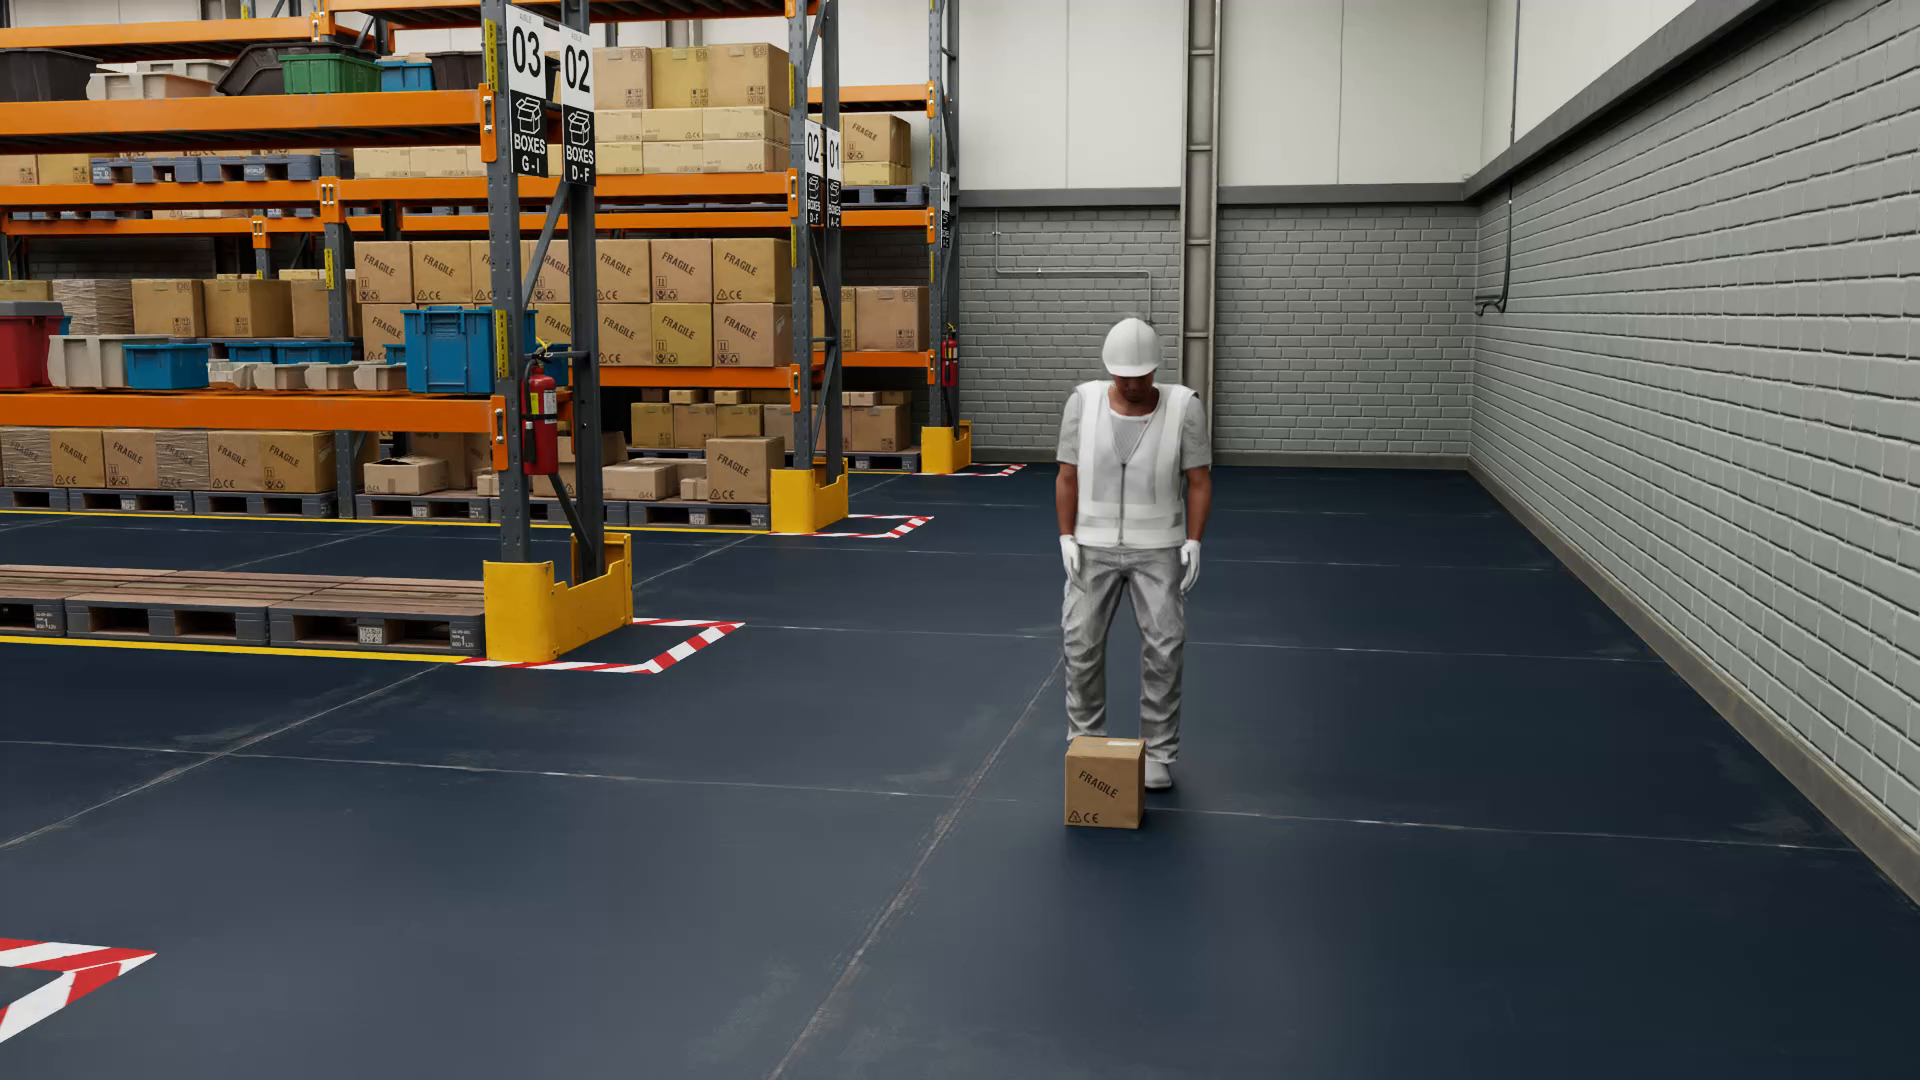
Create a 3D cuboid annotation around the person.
[{"bbox_3d":[0.632,0.050,6.110,0.576,1.721,0.477,2,8,13],"label":"person"}]
